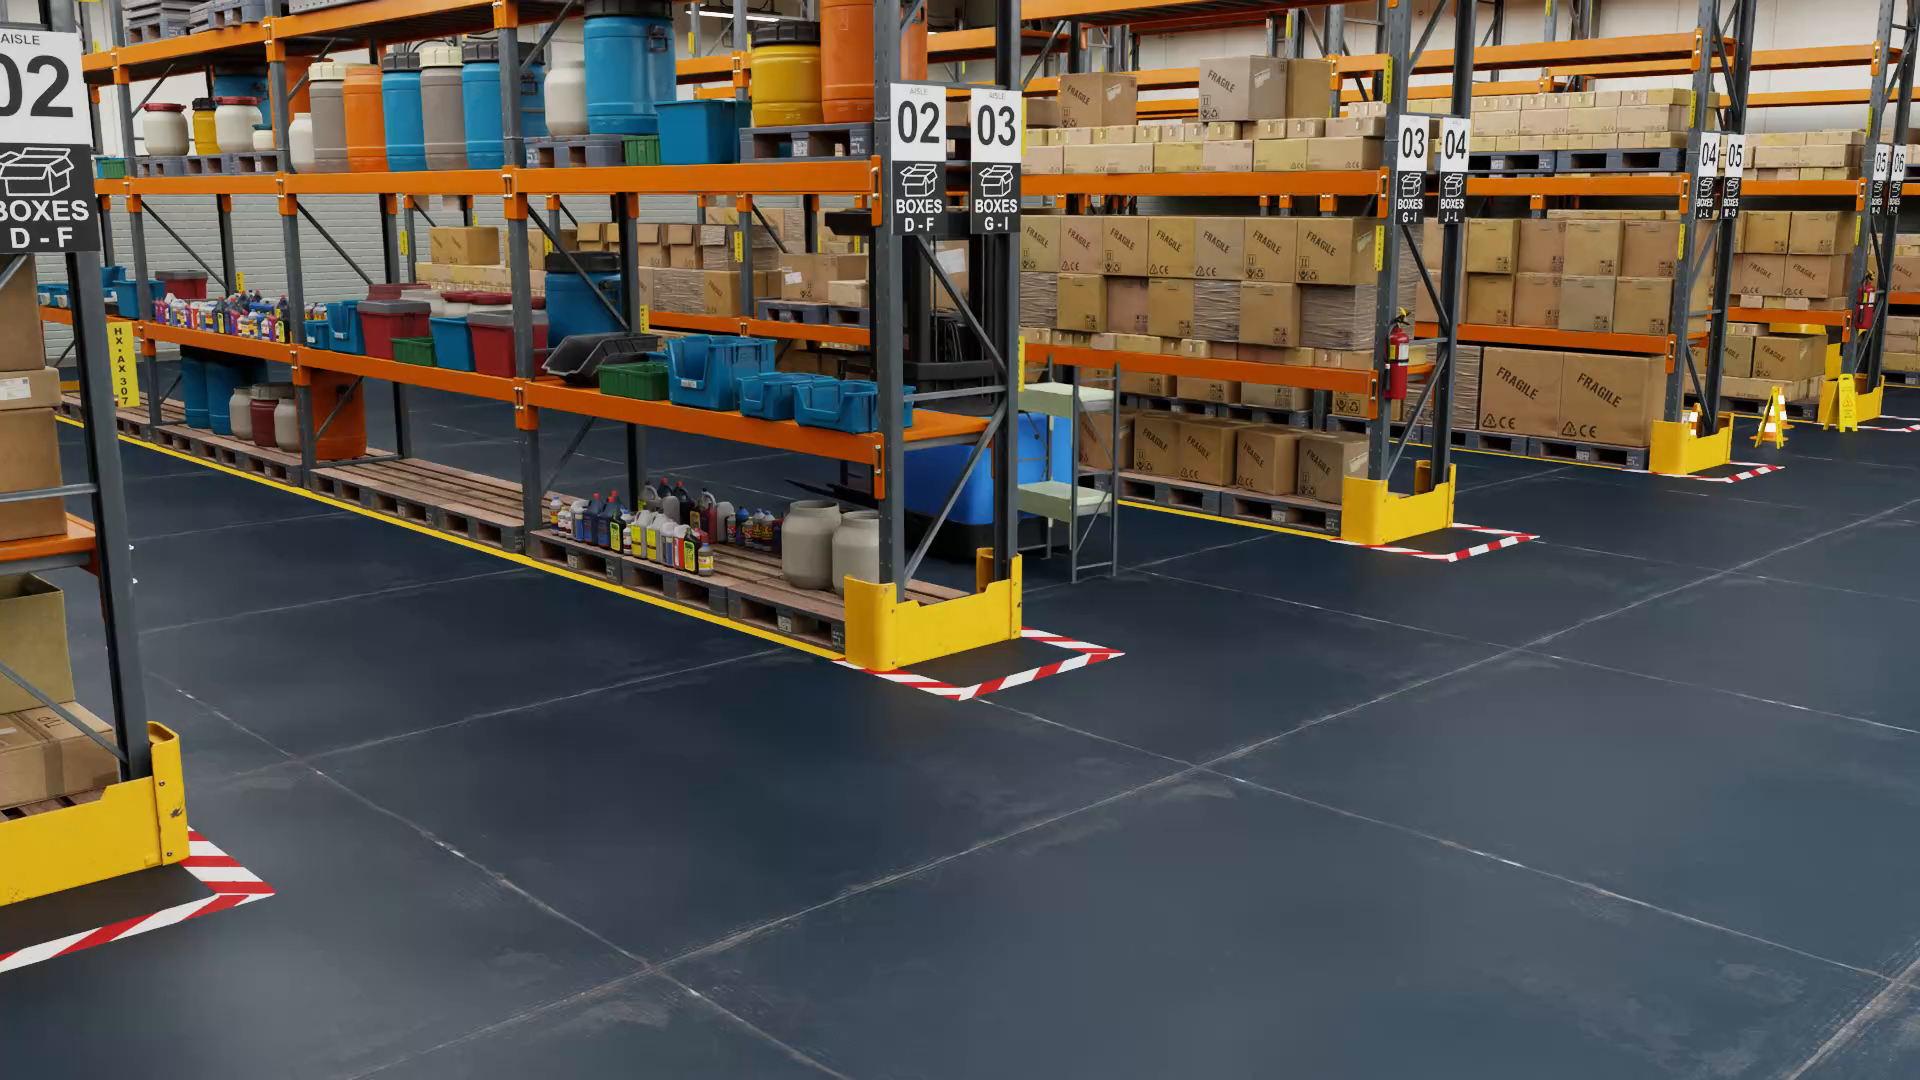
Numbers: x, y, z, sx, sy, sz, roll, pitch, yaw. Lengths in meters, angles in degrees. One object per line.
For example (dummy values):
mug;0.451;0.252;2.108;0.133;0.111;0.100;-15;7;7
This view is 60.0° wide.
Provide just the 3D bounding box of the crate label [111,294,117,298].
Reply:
crate label;-10.012;-2.887;19.997;0.396;0.136;0.243;-11;16;-43

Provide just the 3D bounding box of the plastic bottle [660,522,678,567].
plastic bottle;-1.892;0.023;11.023;0.135;0.276;0.152;11;16;44

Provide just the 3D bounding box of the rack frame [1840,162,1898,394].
rack frame;10.693;-2.898;19.546;1.000;3.000;0.127;-11;16;-43

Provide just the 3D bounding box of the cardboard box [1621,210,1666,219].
cardboard box;8.742;-3.917;21.030;0.700;0.500;0.500;-11;16;-44

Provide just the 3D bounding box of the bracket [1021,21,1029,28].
bracket;1.478;-11.157;35.845;0.235;0.232;0.430;-11;16;-43

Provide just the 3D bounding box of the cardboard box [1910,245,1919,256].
cardboard box;13.505;-4.048;23.273;0.380;0.149;0.250;-11;16;-42

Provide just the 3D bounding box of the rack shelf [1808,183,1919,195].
rack shelf;12.899;-4.999;24.093;1.077;0.370;4.000;-11;16;-43

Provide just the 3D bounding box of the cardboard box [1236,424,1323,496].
cardboard box;2.669;-0.675;13.907;0.500;0.500;0.500;-6;13;-28

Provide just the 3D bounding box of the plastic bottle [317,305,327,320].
plastic bottle;-6.278;-2.181;16.385;0.097;0.271;0.097;0;12;0

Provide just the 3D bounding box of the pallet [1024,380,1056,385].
pallet;1.119;-2.110;22.629;1.003;0.211;1.213;-11;16;-43

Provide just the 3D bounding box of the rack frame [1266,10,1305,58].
rack frame;5.993;-8.280;30.801;1.000;3.000;0.127;-11;16;-43

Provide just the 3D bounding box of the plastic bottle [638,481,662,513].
plastic bottle;-2.270;-0.255;12.191;0.144;0.351;0.185;-11;16;-43

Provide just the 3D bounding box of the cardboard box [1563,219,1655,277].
cardboard box;6.508;-2.923;16.619;0.875;0.550;0.550;-11;16;-43

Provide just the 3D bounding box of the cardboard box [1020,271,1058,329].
cardboard box;1.029;-2.222;15.276;0.875;0.500;0.500;-11;16;-43

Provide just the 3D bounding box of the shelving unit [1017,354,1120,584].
shelving unit;0.713;-0.516;11.699;0.431;1.500;0.755;-8;14;-35

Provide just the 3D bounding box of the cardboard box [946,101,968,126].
cardboard box;-0.141;-4.046;16.388;0.797;0.503;0.637;-10;15;-40

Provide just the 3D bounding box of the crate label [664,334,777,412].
crate label;-1.523;-1.075;10.610;0.502;0.435;0.616;-11;16;-43

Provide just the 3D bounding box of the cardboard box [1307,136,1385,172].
cardboard box;3.009;-2.948;12.725;0.500;0.250;0.500;-10;16;-41

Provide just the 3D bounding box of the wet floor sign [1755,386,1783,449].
wet floor sign;8.635;-1.312;17.683;0.232;0.644;0.267;8;14;35

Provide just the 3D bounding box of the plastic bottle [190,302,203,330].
plastic bottle;-7.660;-2.262;16.765;0.152;0.276;0.135;-11;16;-43

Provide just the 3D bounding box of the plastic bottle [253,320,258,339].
plastic bottle;-6.597;-1.993;15.643;0.097;0.201;0.097;0;12;0

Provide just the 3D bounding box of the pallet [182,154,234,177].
pallet;-6.946;-3.689;16.419;1.003;0.211;1.213;-11;16;-43

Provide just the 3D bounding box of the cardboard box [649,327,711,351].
cardboard box;-3.071;-2.085;19.822;1.225;0.875;0.875;-11;16;-42

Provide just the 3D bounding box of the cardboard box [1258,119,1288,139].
cardboard box;2.554;-3.218;13.046;0.380;0.149;0.250;-11;16;-42

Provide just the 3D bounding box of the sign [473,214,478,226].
sign;-7.122;-4.609;24.394;0.100;0.325;0.005;-11;16;-43

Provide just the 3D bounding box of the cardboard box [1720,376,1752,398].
cardboard box;9.588;-1.915;20.544;0.500;0.250;0.500;-11;16;-42

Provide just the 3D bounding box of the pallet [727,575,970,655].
pallet;-0.700;0.415;10.376;1.003;0.211;1.213;-11;16;-43

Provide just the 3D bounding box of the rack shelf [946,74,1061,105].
rack shelf;0.277;-6.043;22.718;1.077;0.370;4.000;-11;16;-43

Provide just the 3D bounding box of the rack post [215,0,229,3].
rack post;-6.111;-4.996;15.048;0.954;0.300;0.937;-11;16;-43

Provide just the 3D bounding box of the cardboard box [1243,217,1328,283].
cardboard box;2.617;-2.320;13.275;0.500;0.500;0.500;-11;16;-43

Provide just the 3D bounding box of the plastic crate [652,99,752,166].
plastic crate;-1.591;-2.525;10.339;0.392;0.384;0.575;-11;16;-43

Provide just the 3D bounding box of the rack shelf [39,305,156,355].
rack shelf;-9.725;-2.518;19.483;1.077;0.370;4.000;-11;16;-43

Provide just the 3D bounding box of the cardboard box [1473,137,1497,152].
cardboard box;5.476;-4.056;17.065;0.380;0.149;0.250;-11;16;-42

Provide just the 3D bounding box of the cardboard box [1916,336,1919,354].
cardboard box;13.718;-2.722;23.224;0.500;0.250;0.500;-11;16;-43

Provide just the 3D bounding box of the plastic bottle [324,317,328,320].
plastic bottle;-6.043;-2.053;15.936;0.097;0.201;0.097;0;12;0

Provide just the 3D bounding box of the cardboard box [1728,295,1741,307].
cardboard box;9.588;-2.952;20.431;0.380;0.149;0.250;-11;16;-42

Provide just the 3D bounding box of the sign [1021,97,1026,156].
sign;0.344;-2.377;9.559;0.100;0.325;0.005;-11;16;-43

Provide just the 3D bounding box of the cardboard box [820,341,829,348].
cardboard box;-1.946;-2.976;25.212;0.250;0.149;0.380;11;16;43

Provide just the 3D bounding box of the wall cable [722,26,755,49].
wall cable;-3.943;-9.067;34.620;2.355;3.000;0.029;-11;16;-43

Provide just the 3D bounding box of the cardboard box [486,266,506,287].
cardboard box;-5.968;-3.519;22.190;0.500;0.250;0.500;-10;16;-41

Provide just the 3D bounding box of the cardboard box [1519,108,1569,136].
cardboard box;5.952;-4.169;16.625;0.500;0.250;0.500;-11;16;-43

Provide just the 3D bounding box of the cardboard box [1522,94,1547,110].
cardboard box;5.827;-4.373;16.626;0.380;0.149;0.250;-11;16;-43

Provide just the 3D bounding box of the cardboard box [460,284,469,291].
cardboard box;-6.628;-3.444;22.819;0.380;0.149;0.250;-11;16;-43

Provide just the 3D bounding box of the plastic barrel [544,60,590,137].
plastic barrel;-2.664;-3.050;11.532;0.421;0.512;0.421;0;12;0

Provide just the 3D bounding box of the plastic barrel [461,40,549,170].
plastic barrel;-3.327;-3.170;12.187;0.600;0.901;0.708;-11;16;-43

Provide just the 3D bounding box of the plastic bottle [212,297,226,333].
plastic bottle;-7.258;-2.213;16.339;0.144;0.351;0.185;-11;16;-43

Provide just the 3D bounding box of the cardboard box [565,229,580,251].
cardboard box;-4.907;-3.814;21.765;0.500;0.500;0.500;-11;16;-43

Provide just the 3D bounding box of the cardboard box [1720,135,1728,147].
cardboard box;9.443;-4.844;20.201;0.250;0.149;0.380;11;16;44

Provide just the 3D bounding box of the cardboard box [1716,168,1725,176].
cardboard box;9.380;-4.448;20.258;0.250;0.149;0.380;11;16;44

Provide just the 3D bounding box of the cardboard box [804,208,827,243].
cardboard box;-1.985;-4.735;24.999;0.500;0.500;0.500;11;16;43

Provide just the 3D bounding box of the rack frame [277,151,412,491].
rack frame;-5.581;-1.995;15.160;1.000;3.000;0.127;-11;16;-43

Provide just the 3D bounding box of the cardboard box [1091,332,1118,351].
cardboard box;1.372;-1.757;14.626;0.380;0.149;0.250;-11;16;-43

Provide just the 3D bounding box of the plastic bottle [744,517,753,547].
plastic bottle;-1.458;-0.059;11.610;0.097;0.201;0.097;0;12;0

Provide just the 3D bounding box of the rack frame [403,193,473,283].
rack frame;-7.524;-3.853;24.177;1.000;3.000;0.127;-11;16;-43

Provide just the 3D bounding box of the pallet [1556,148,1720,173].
pallet;6.663;-3.726;16.351;1.003;0.211;1.213;-11;16;-43

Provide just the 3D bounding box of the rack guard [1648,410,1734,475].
rack guard;7.199;-0.966;16.362;1.175;0.500;0.348;-11;16;-43

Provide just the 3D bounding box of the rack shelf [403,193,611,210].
rack shelf;-6.143;-4.677;22.530;1.077;0.370;4.000;-11;16;-43

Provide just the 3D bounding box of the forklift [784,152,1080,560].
forklift;-0.366;-1.539;13.116;1.130;2.935;3.031;-8;14;-35
